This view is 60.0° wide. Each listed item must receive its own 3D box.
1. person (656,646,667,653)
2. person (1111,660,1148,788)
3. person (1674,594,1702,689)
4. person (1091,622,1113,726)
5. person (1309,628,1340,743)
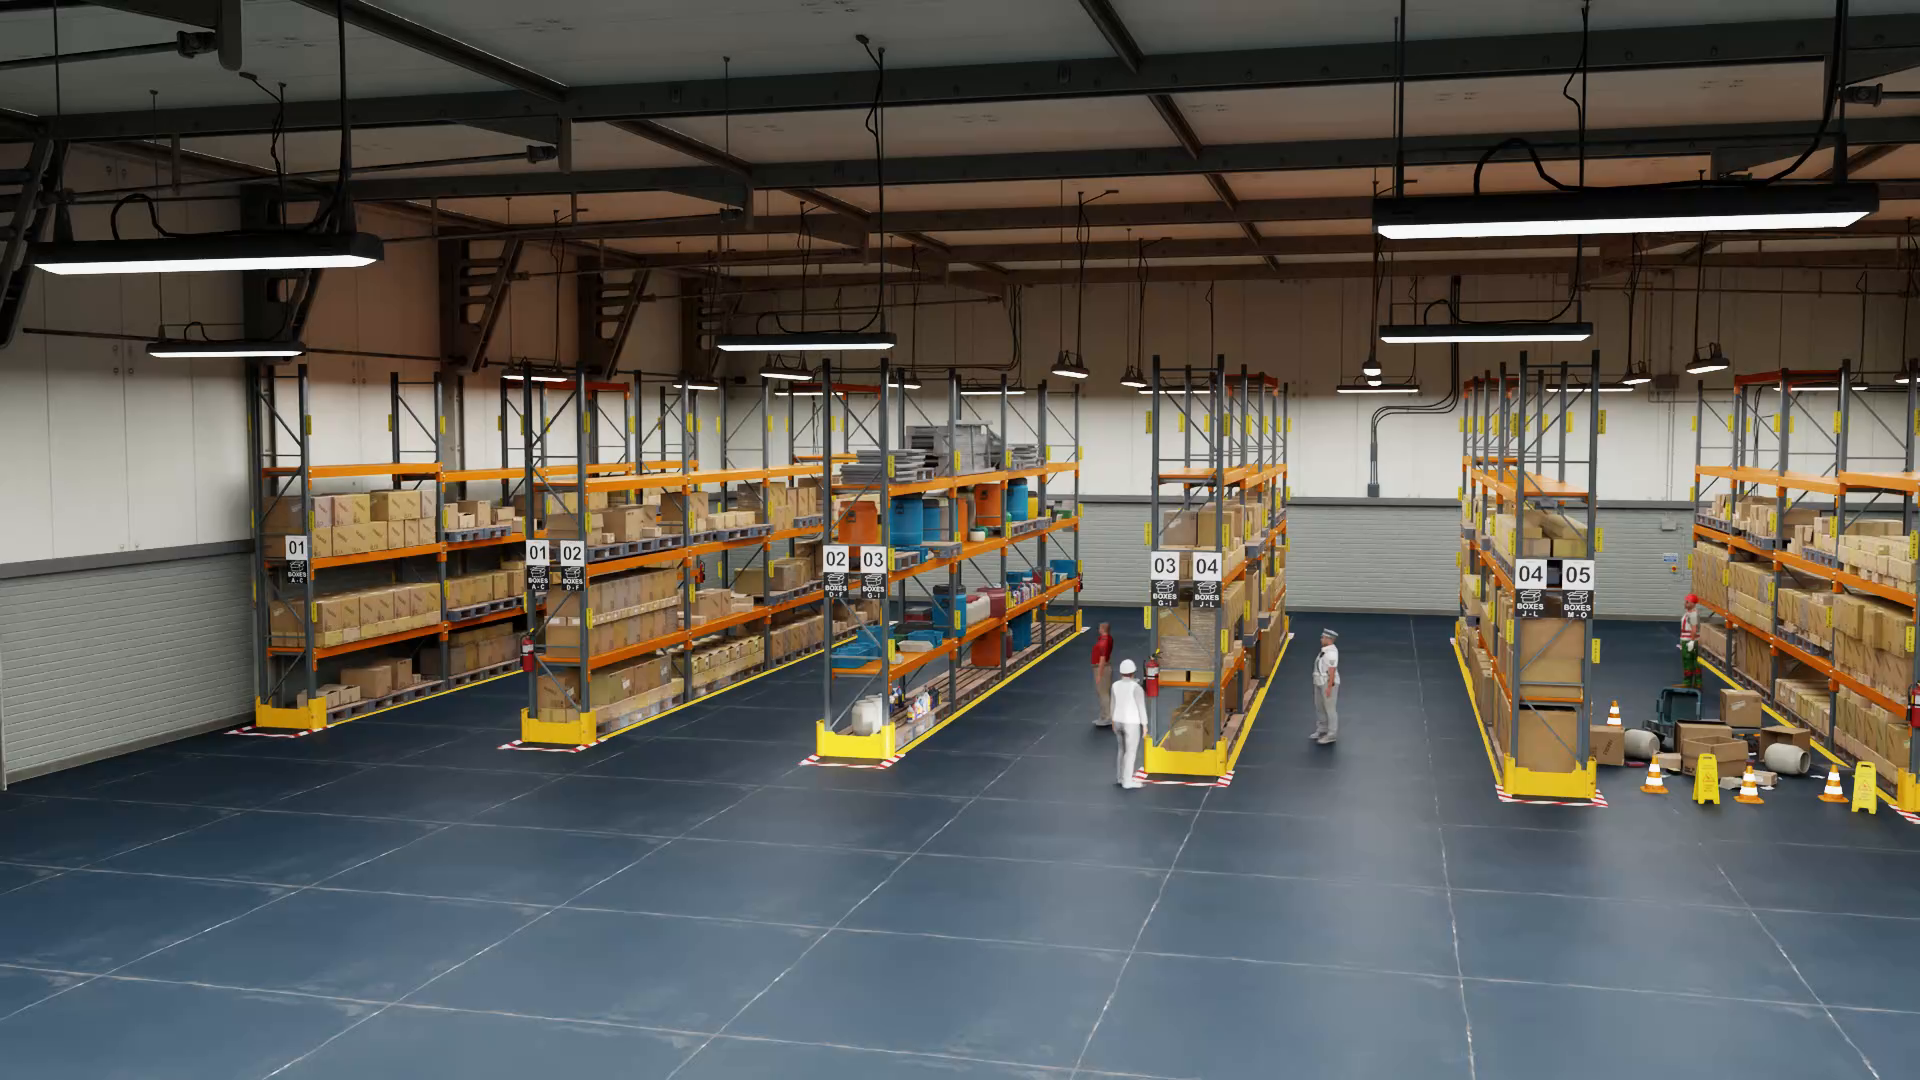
[{"bbox_3d":[-6.058,1.833,33.775,0.490,1.684,0.619,0,4,1],"label":"person"},{"bbox_3d":[2.372,2.548,23.001,0.457,1.810,0.596,-3,5,-34],"label":"person"},{"bbox_3d":[13.897,1.931,31.662,0.446,1.797,0.578,3,5,40],"label":"person"},{"bbox_3d":[2.375,2.232,27.761,0.397,1.756,0.578,0,4,7],"label":"person"},{"bbox_3d":[5.787,2.291,26.359,0.423,1.780,0.575,-1,4,-16],"label":"person"}]
